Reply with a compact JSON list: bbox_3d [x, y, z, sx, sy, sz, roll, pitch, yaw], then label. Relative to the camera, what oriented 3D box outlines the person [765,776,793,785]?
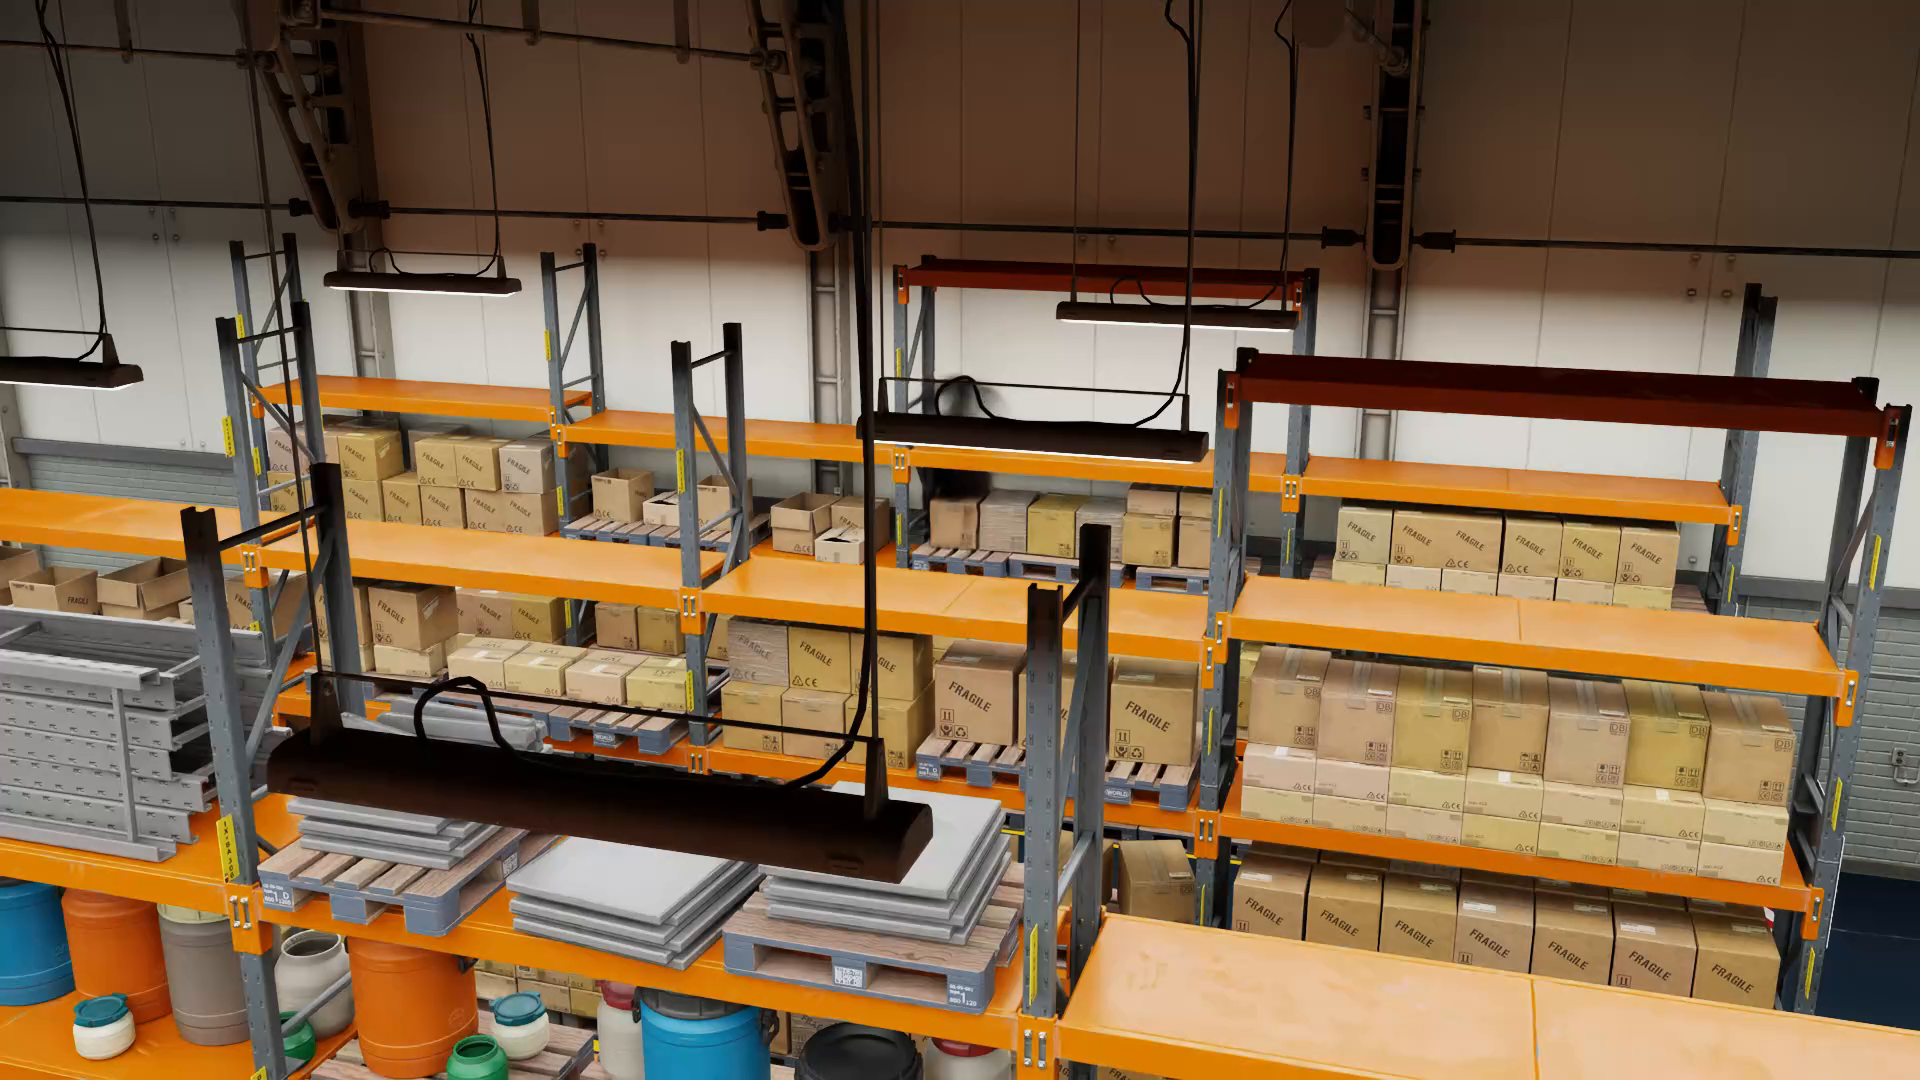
[{"bbox_3d":[-1.775,2.675,16.692,0.779,1.627,0.591,-8,18,-27],"label":"person"}]
